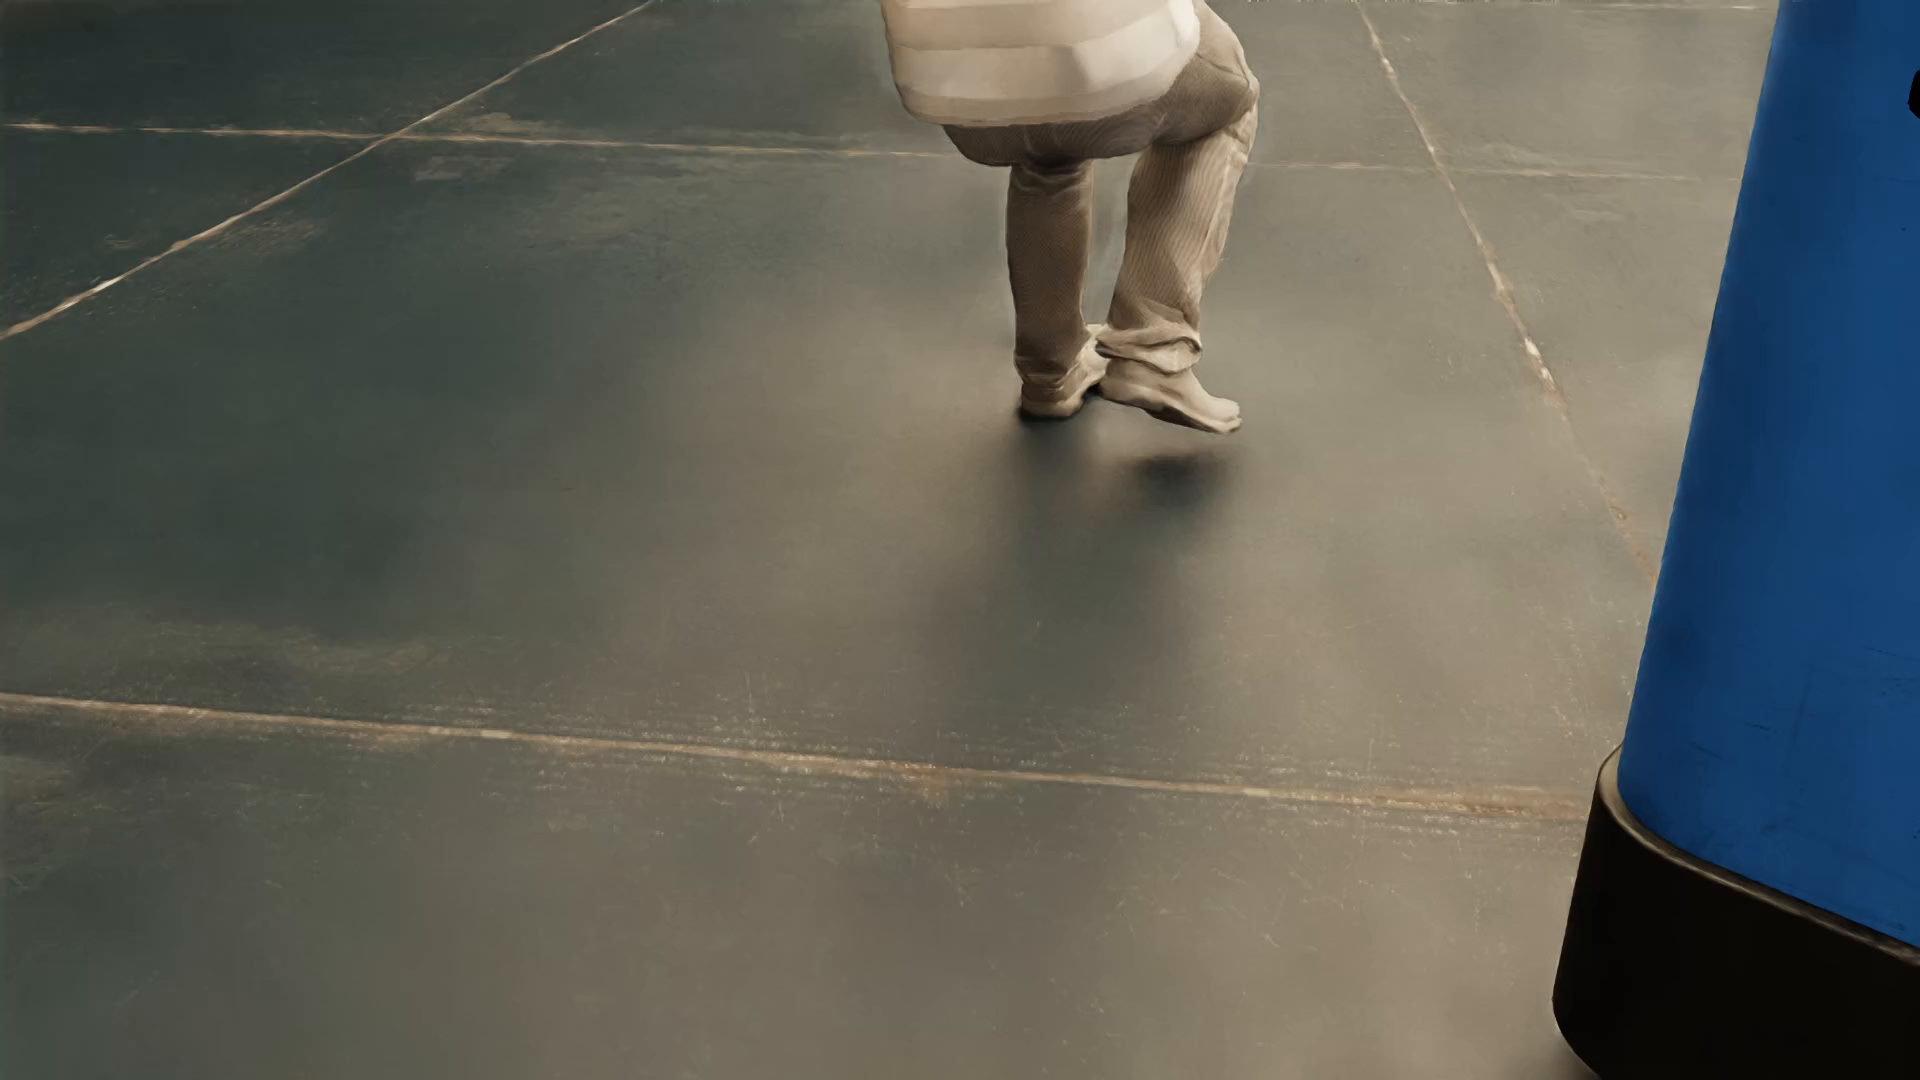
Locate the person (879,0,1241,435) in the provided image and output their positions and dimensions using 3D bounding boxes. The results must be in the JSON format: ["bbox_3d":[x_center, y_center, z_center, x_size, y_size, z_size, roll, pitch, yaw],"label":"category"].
[{"bbox_3d":[0.188,-0.835,2.453,1.241,1.550,0.861,11,28,20],"label":"person"}]
